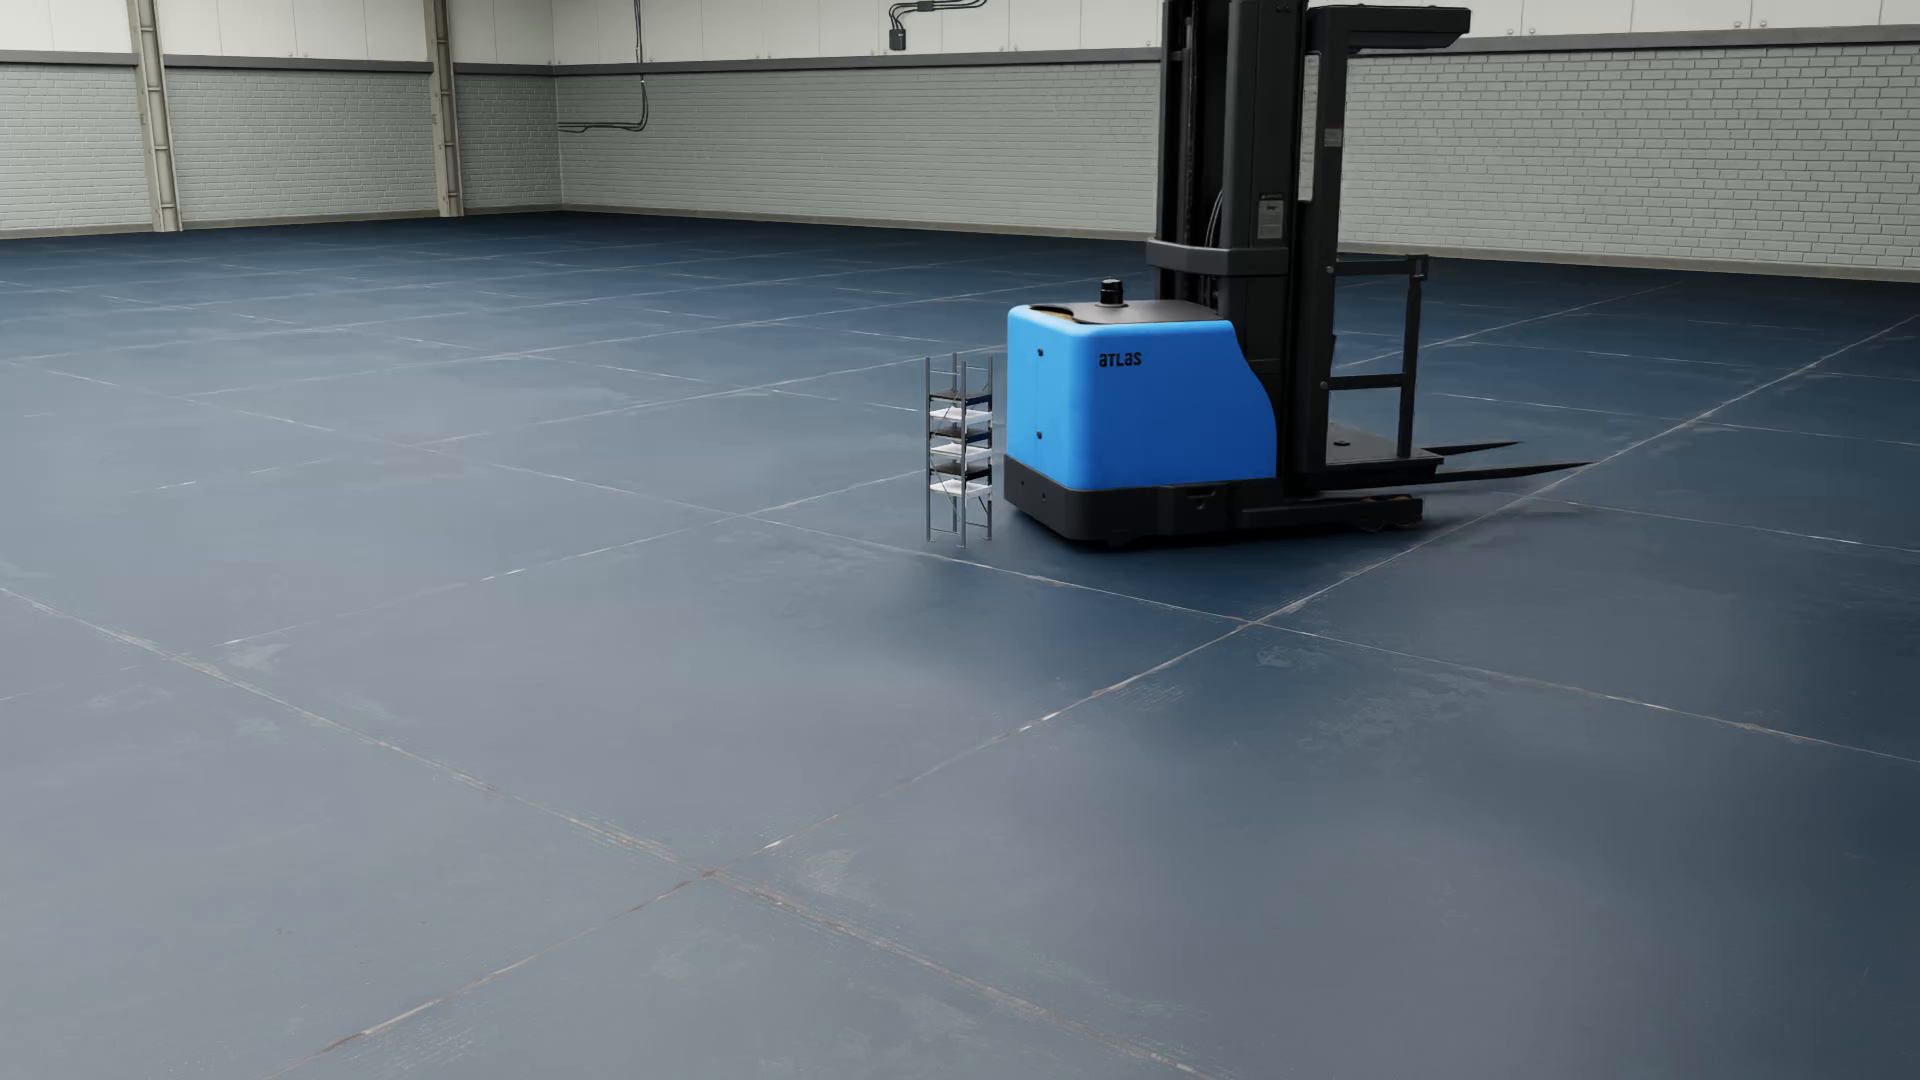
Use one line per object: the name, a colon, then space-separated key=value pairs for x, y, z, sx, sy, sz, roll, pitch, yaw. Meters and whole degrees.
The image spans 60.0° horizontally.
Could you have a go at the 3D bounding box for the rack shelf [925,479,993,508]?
rack shelf: x=-0.005 y=-0.228 z=8.059 sx=0.258 sy=0.077 sz=0.200 roll=11 pitch=18 yaw=38

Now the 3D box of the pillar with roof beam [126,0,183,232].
pillar with roof beam: x=-11.042 y=-9.308 z=26.487 sx=9.100 sy=9.000 sz=0.400 roll=11 pitch=18 yaw=38

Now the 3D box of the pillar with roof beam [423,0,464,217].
pillar with roof beam: x=-7.271 y=-10.457 z=31.010 sx=9.100 sy=9.000 sz=0.400 roll=11 pitch=18 yaw=38

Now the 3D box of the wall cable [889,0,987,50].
wall cable: x=-0.366 y=-11.659 z=28.834 sx=2.305 sy=6.003 sz=0.169 roll=11 pitch=18 yaw=38

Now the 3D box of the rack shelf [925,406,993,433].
rack shelf: x=-0.005 y=-0.577 z=7.970 sx=0.258 sy=0.077 sz=0.200 roll=11 pitch=18 yaw=38

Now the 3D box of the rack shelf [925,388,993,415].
rack shelf: x=-0.005 y=-0.664 z=7.948 sx=0.258 sy=0.077 sz=0.200 roll=11 pitch=18 yaw=38

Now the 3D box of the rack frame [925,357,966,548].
rack frame: x=-0.069 y=-0.415 z=7.929 sx=0.240 sy=0.900 sz=0.006 roll=11 pitch=18 yaw=38

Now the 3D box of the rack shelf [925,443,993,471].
rack shelf: x=-0.005 y=-0.402 z=8.014 sx=0.258 sy=0.077 sz=0.200 roll=11 pitch=18 yaw=38

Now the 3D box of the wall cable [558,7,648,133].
wall cable: x=-7.740 y=-9.978 z=35.430 sx=3.097 sy=2.526 sz=0.112 roll=11 pitch=18 yaw=38

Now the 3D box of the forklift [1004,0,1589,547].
forklift: x=1.804 y=-1.578 z=8.382 sx=3.031 sy=2.935 sz=1.130 roll=-5 pitch=15 yaw=-17

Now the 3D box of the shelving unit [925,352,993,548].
shelving unit: x=-0.005 y=-0.435 z=8.006 sx=0.258 sy=0.900 sz=0.210 roll=11 pitch=18 yaw=38

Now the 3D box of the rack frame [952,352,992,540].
rack frame: x=0.059 y=-0.454 z=8.083 sx=0.240 sy=0.900 sz=0.006 roll=11 pitch=18 yaw=38

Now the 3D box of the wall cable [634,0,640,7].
wall cable: x=-5.636 y=-12.007 z=33.160 sx=3.097 sy=2.526 sz=0.112 roll=11 pitch=18 yaw=38

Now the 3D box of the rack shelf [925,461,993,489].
rack shelf: x=-0.005 y=-0.315 z=8.036 sx=0.258 sy=0.077 sz=0.200 roll=11 pitch=18 yaw=38

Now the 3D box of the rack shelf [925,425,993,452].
rack shelf: x=-0.005 y=-0.490 z=7.992 sx=0.258 sy=0.077 sz=0.200 roll=11 pitch=18 yaw=38
